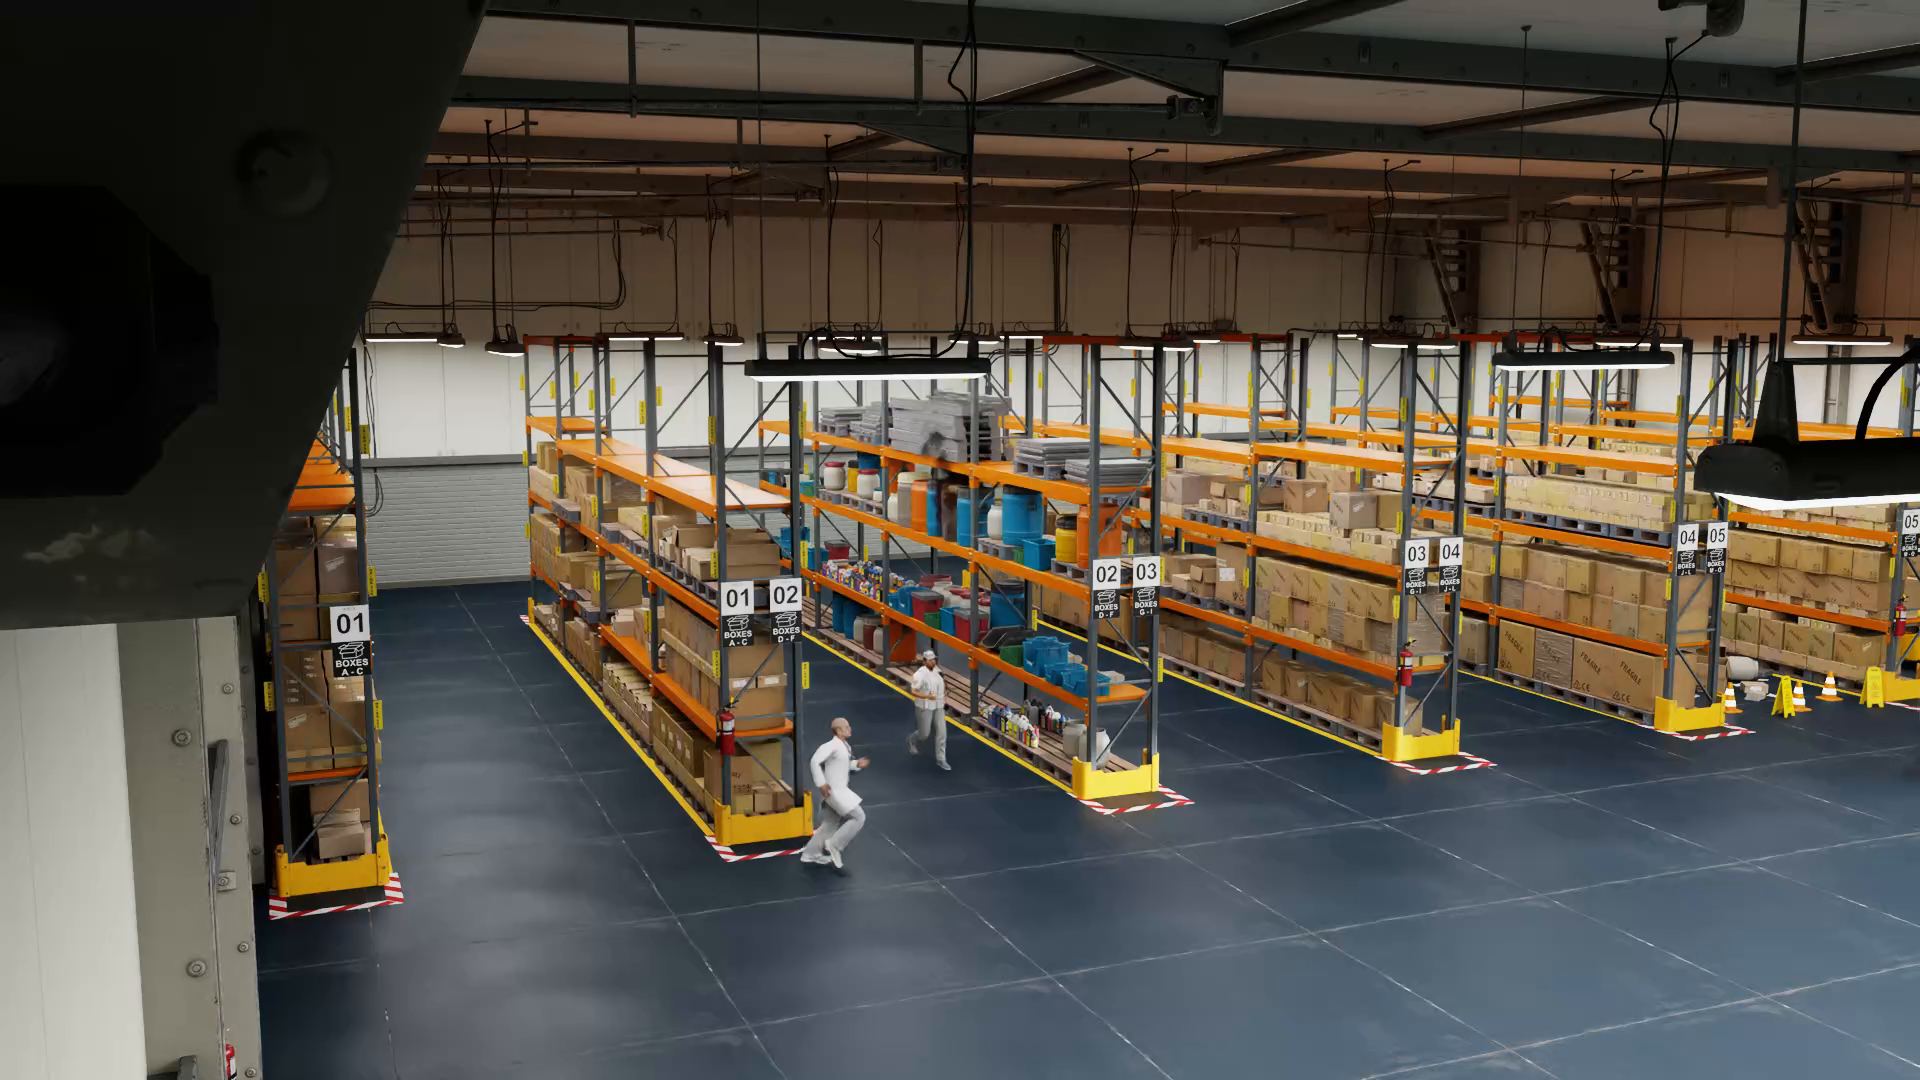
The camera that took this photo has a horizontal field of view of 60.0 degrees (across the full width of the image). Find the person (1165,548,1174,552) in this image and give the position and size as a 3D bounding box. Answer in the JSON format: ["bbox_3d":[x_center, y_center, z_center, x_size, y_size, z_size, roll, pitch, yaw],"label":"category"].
[{"bbox_3d":[4.297,0.984,33.850,0.608,1.705,0.833,-2,8,-15],"label":"person"}]

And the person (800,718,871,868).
[{"bbox_3d":[-1.428,2.917,19.186,0.802,1.749,0.685,0,8,0],"label":"person"}]

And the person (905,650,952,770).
[{"bbox_3d":[-0.437,2.380,23.578,0.608,1.662,0.903,-6,9,-36],"label":"person"}]
